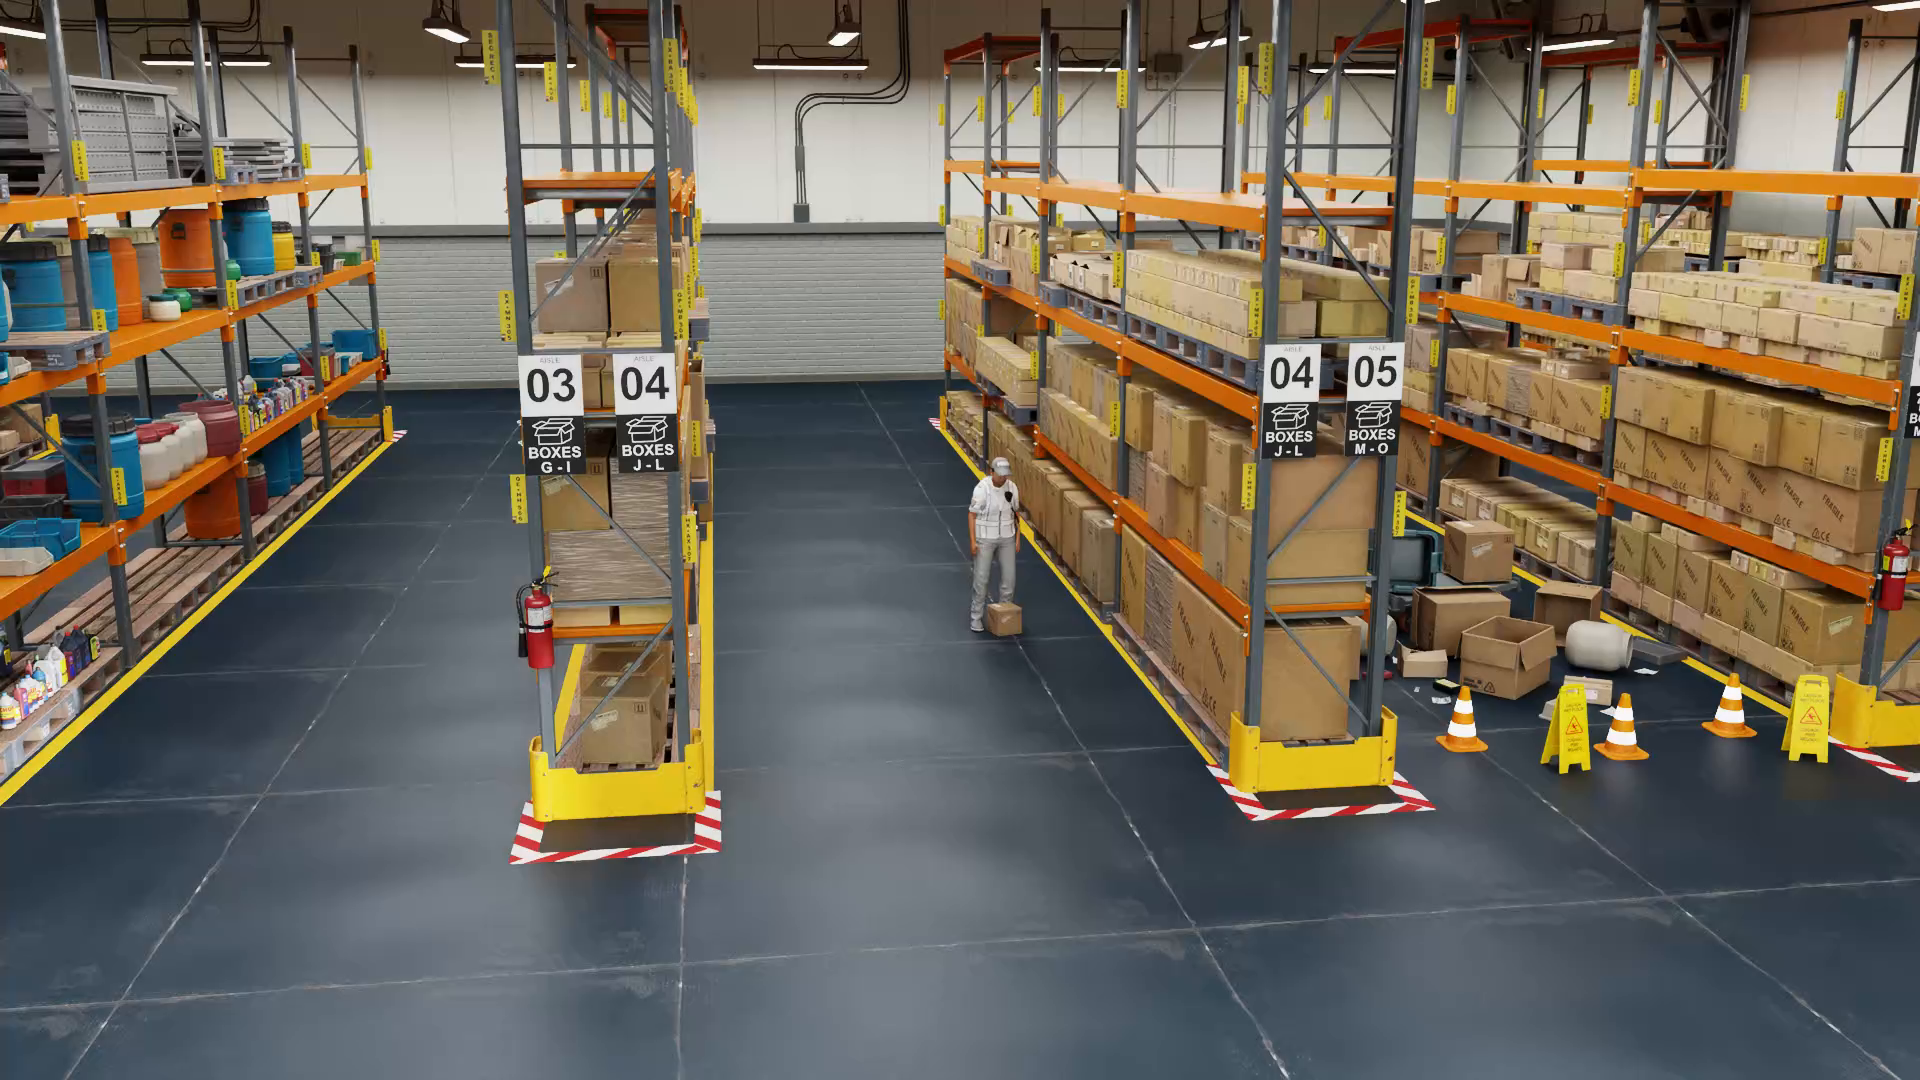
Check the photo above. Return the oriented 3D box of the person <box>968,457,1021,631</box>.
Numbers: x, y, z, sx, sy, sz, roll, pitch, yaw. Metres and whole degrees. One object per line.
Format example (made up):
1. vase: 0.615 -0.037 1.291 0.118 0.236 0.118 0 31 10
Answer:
1. person: 0.334 0.018 15.898 0.542 1.665 0.466 -5 14 -20
